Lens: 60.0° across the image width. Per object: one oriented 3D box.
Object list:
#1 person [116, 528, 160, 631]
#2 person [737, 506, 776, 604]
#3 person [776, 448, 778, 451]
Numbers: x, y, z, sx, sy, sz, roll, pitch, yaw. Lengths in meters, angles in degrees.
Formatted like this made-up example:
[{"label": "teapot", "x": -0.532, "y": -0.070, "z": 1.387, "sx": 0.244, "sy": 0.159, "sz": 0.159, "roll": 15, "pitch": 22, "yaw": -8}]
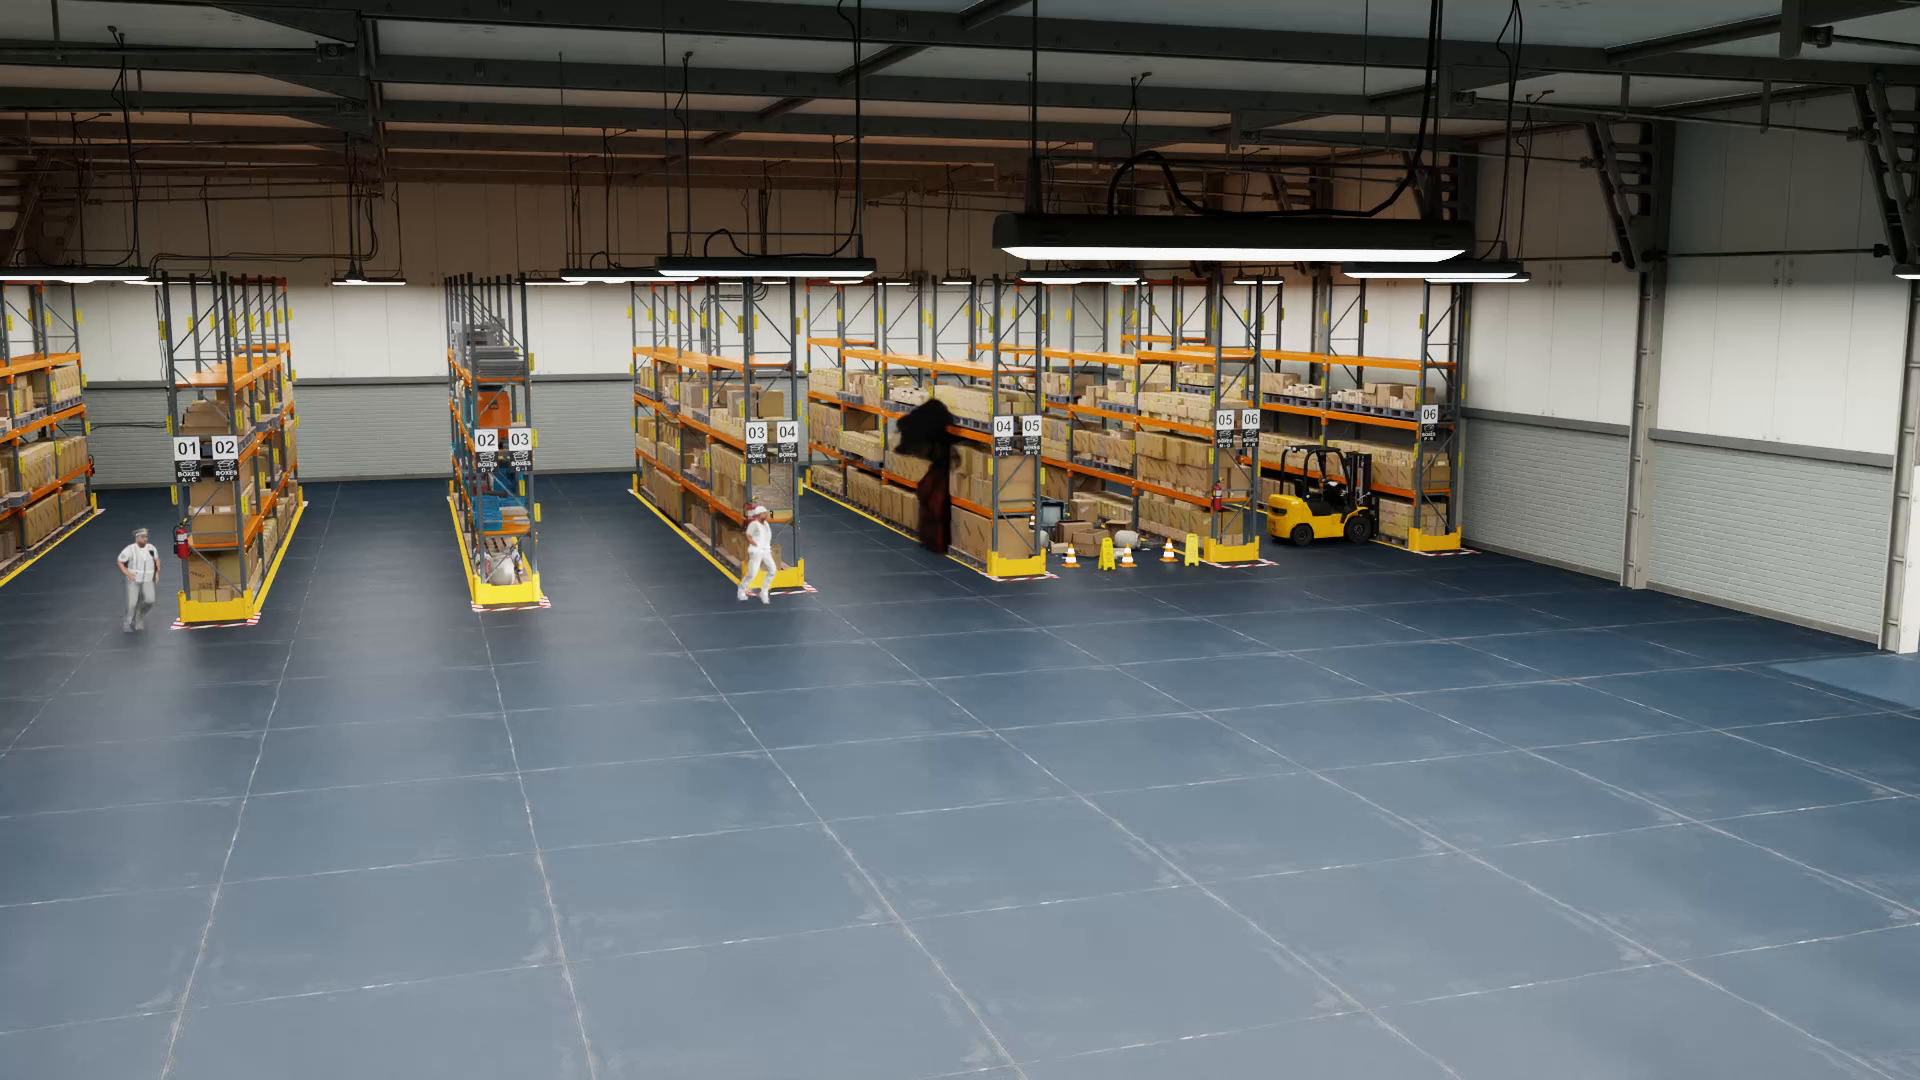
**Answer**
[{"label": "person", "x": -13.779, "y": 0.662, "z": 28.004, "sx": 0.722, "sy": 1.730, "sz": 0.591, "roll": -8, "pitch": 12, "yaw": -43}, {"label": "person", "x": -3.687, "y": 0.262, "z": 30.582, "sx": 0.679, "sy": 1.774, "sz": 0.743, "roll": 5, "pitch": 10, "yaw": 30}, {"label": "person", "x": -5.188, "y": -2.477, "z": 48.784, "sx": 0.649, "sy": 1.731, "sz": 0.554, "roll": 6, "pitch": 10, "yaw": 33}]
